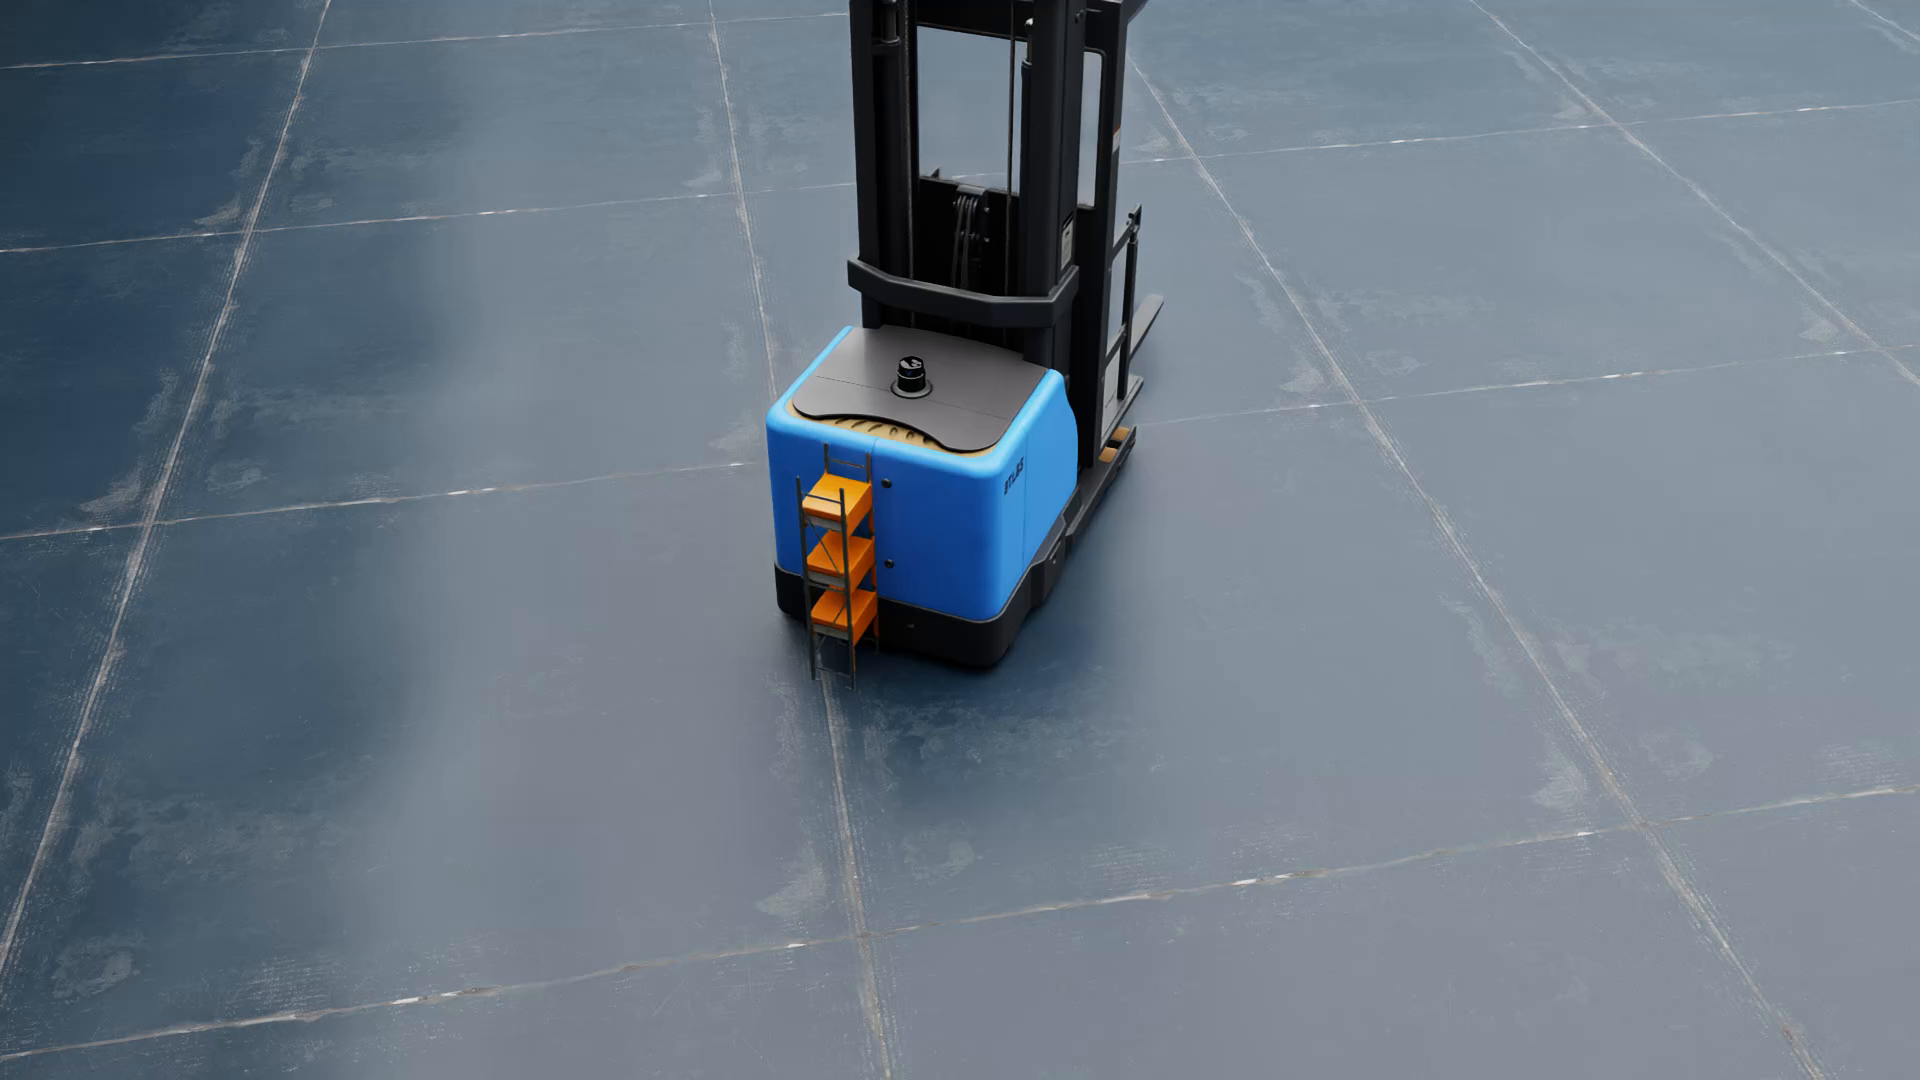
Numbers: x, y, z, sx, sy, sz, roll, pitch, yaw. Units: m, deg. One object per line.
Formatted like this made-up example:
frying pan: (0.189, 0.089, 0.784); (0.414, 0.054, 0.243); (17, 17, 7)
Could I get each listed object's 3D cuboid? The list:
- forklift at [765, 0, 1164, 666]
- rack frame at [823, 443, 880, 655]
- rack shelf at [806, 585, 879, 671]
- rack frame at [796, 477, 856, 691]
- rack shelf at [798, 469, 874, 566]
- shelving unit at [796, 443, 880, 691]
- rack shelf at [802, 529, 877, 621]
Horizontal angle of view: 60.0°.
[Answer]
forklift: (0.228, -1.534, 7.336); (1.130, 2.935, 3.031); (14, 40, 17)
rack frame: (-0.440, 0.054, 6.821); (0.200, 1.050, 0.008); (14, 40, 17)
rack shelf: (-0.485, 0.351, 6.911); (0.215, 0.259, 0.240); (14, 40, 17)
rack frame: (-0.531, 0.195, 6.643); (0.200, 1.050, 0.008); (14, 40, 17)
rack shelf: (-0.486, -0.090, 6.563); (0.215, 0.259, 0.240); (14, 40, 17)
shelving unit: (-0.486, 0.125, 6.732); (0.215, 1.050, 0.252); (14, 40, 17)
rack shelf: (-0.486, 0.133, 6.739); (0.215, 0.259, 0.240); (14, 40, 17)
